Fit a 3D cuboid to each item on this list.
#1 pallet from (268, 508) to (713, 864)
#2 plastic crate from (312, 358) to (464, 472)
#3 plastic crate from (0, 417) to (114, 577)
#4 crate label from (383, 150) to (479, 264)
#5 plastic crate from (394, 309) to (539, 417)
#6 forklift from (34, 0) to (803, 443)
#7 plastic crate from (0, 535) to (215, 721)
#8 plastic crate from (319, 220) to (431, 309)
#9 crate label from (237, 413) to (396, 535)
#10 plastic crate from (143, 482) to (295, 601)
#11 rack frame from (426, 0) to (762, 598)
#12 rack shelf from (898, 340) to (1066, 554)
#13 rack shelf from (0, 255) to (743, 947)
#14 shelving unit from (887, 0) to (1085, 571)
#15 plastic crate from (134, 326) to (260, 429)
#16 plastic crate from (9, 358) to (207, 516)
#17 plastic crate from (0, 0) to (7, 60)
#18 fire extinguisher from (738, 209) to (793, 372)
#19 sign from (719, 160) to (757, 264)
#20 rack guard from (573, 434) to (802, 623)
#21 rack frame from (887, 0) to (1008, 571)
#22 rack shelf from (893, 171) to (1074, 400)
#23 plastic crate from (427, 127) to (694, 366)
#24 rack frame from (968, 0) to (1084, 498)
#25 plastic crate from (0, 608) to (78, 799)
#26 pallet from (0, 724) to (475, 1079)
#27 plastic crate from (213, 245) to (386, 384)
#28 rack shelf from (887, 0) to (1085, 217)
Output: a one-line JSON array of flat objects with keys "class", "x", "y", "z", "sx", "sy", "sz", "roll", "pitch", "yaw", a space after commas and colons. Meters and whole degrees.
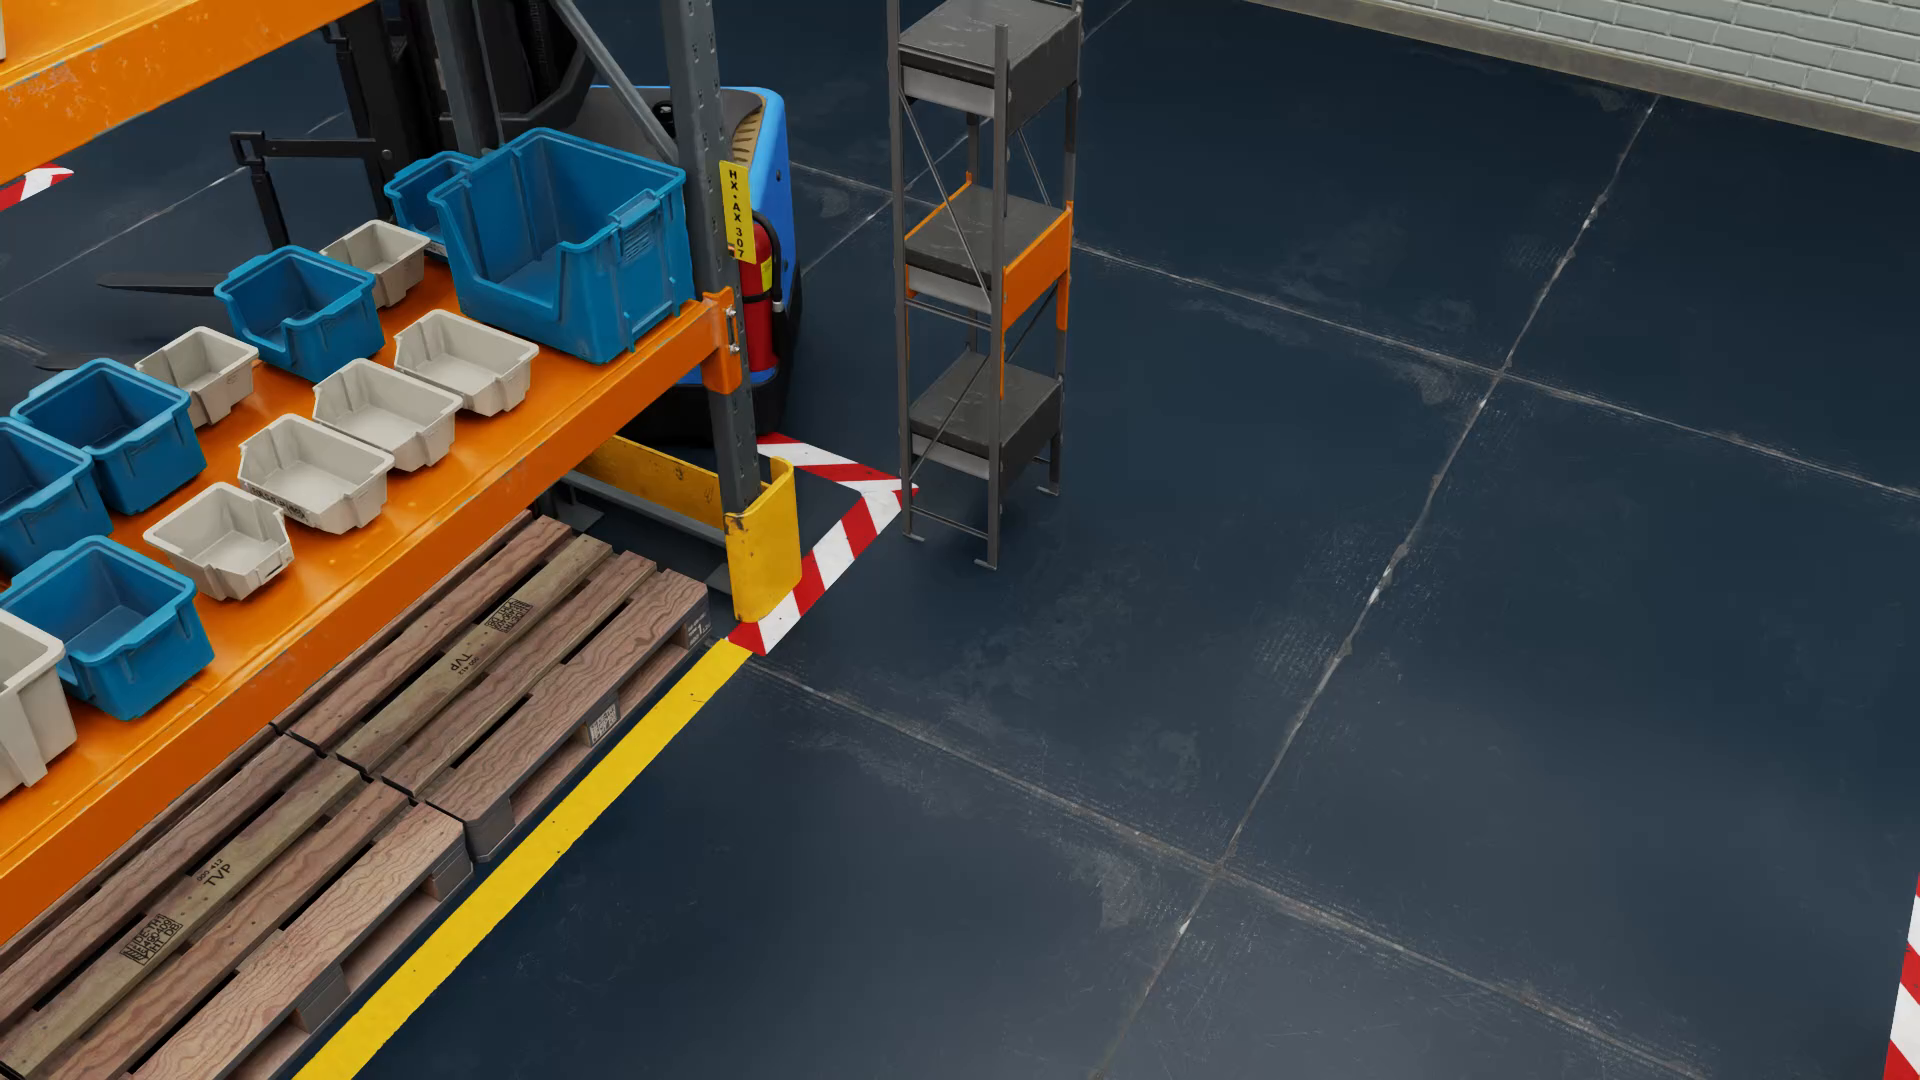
[{"class": "pallet", "x": -1.593, "y": 0.418, "z": 5.616, "sx": 1.003, "sy": 0.211, "sz": 1.213, "roll": 21, "pitch": 45, "yaw": 22}, {"class": "plastic crate", "x": -1.556, "y": -0.324, "z": 4.502, "sx": 0.396, "sy": 0.136, "sz": 0.243, "roll": 21, "pitch": 45, "yaw": 22}, {"class": "plastic crate", "x": -2.365, "y": -0.090, "z": 4.164, "sx": 0.416, "sy": 0.233, "sz": 0.300, "roll": 21, "pitch": 45, "yaw": 22}, {"class": "crate label", "x": -1.556, "y": -1.015, "z": 5.214, "sx": 0.416, "sy": 0.233, "sz": 0.303, "roll": 21, "pitch": 45, "yaw": 22}, {"class": "plastic crate", "x": -1.398, "y": -0.485, "z": 4.685, "sx": 0.396, "sy": 0.136, "sz": 0.243, "roll": 21, "pitch": 45, "yaw": 22}, {"class": "forklift", "x": -2.218, "y": -1.830, "z": 6.110, "sx": 3.031, "sy": 2.935, "sz": 1.130, "roll": 1, "pitch": 41, "yaw": 1}, {"class": "plastic crate", "x": -1.953, "y": 0.212, "z": 3.821, "sx": 0.416, "sy": 0.233, "sz": 0.300, "roll": 21, "pitch": 45, "yaw": 22}, {"class": "plastic crate", "x": -1.788, "y": -0.823, "z": 5.069, "sx": 0.250, "sy": 0.136, "sz": 0.298, "roll": 21, "pitch": 45, "yaw": 22}, {"class": "crate label", "x": -1.674, "y": -0.156, "z": 4.312, "sx": 0.396, "sy": 0.136, "sz": 0.243, "roll": 21, "pitch": 45, "yaw": 22}, {"class": "plastic crate", "x": -1.806, "y": 0.019, "z": 4.113, "sx": 0.298, "sy": 0.136, "sz": 0.250, "roll": 21, "pitch": 45, "yaw": 22}, {"class": "rack frame", "x": -1.147, "y": -1.088, "z": 5.216, "sx": 1.000, "sy": 3.000, "sz": 0.127, "roll": 21, "pitch": 45, "yaw": 22}, {"class": "rack shelf", "x": 0.083, "y": -0.347, "z": 6.135, "sx": 0.431, "sy": 0.518, "sz": 0.480, "roll": 21, "pitch": 45, "yaw": 22}, {"class": "rack shelf", "x": -2.148, "y": 0.326, "z": 4.154, "sx": 1.077, "sy": 0.370, "sz": 4.000, "roll": 21, "pitch": 45, "yaw": 22}, {"class": "shelving unit", "x": 0.083, "y": -0.883, "z": 5.664, "sx": 0.431, "sy": 2.100, "sz": 0.503, "roll": 21, "pitch": 45, "yaw": 22}, {"class": "plastic crate", "x": -2.127, "y": -0.435, "z": 4.628, "sx": 0.250, "sy": 0.136, "sz": 0.298, "roll": 21, "pitch": 45, "yaw": 22}, {"class": "plastic crate", "x": -2.215, "y": -0.262, "z": 4.359, "sx": 0.416, "sy": 0.233, "sz": 0.300, "roll": 21, "pitch": 45, "yaw": 22}, {"class": "plastic crate", "x": -1.966, "y": -0.850, "z": 2.876, "sx": 0.437, "sy": 0.136, "sz": 0.530, "roll": 21, "pitch": 45, "yaw": 22}, {"class": "fire extinguisher", "x": -0.678, "y": -0.855, "z": 5.292, "sx": 0.296, "sy": 0.674, "sz": 0.183, "roll": 21, "pitch": 45, "yaw": 22}, {"class": "sign", "x": -0.663, "y": -0.977, "z": 4.966, "sx": 0.100, "sy": 0.325, "sz": 0.005, "roll": 21, "pitch": 45, "yaw": 22}, {"class": "rack guard", "x": -1.146, "y": -0.168, "z": 6.062, "sx": 1.175, "sy": 0.500, "sz": 0.348, "roll": 21, "pitch": 45, "yaw": 22}, {"class": "rack frame", "x": -0.039, "y": -0.743, "z": 5.505, "sx": 0.400, "sy": 2.100, "sz": 0.015, "roll": 21, "pitch": 45, "yaw": 22}, {"class": "rack shelf", "x": 0.083, "y": -0.872, "z": 5.673, "sx": 0.431, "sy": 0.518, "sz": 0.480, "roll": 21, "pitch": 45, "yaw": 22}, {"class": "plastic crate", "x": -1.153, "y": -0.870, "z": 4.897, "sx": 0.616, "sy": 0.435, "sz": 0.499, "roll": 21, "pitch": 45, "yaw": 22}, {"class": "rack frame", "x": 0.205, "y": -1.022, "z": 5.822, "sx": 0.400, "sy": 2.100, "sz": 0.015, "roll": 21, "pitch": 45, "yaw": 22}, {"class": "plastic crate", "x": -2.225, "y": 0.410, "z": 3.559, "sx": 0.437, "sy": 0.282, "sz": 0.530, "roll": 21, "pitch": 45, "yaw": 22}, {"class": "pallet", "x": -2.205, "y": 1.113, "z": 4.826, "sx": 1.003, "sy": 0.211, "sz": 1.213, "roll": 21, "pitch": 45, "yaw": 22}, {"class": "plastic crate", "x": -1.885, "y": -0.639, "z": 4.787, "sx": 0.416, "sy": 0.233, "sz": 0.300, "roll": 21, "pitch": 45, "yaw": 22}, {"class": "rack shelf", "x": 0.083, "y": -1.398, "z": 5.210, "sx": 0.431, "sy": 0.518, "sz": 0.480, "roll": 21, "pitch": 45, "yaw": 22}]
